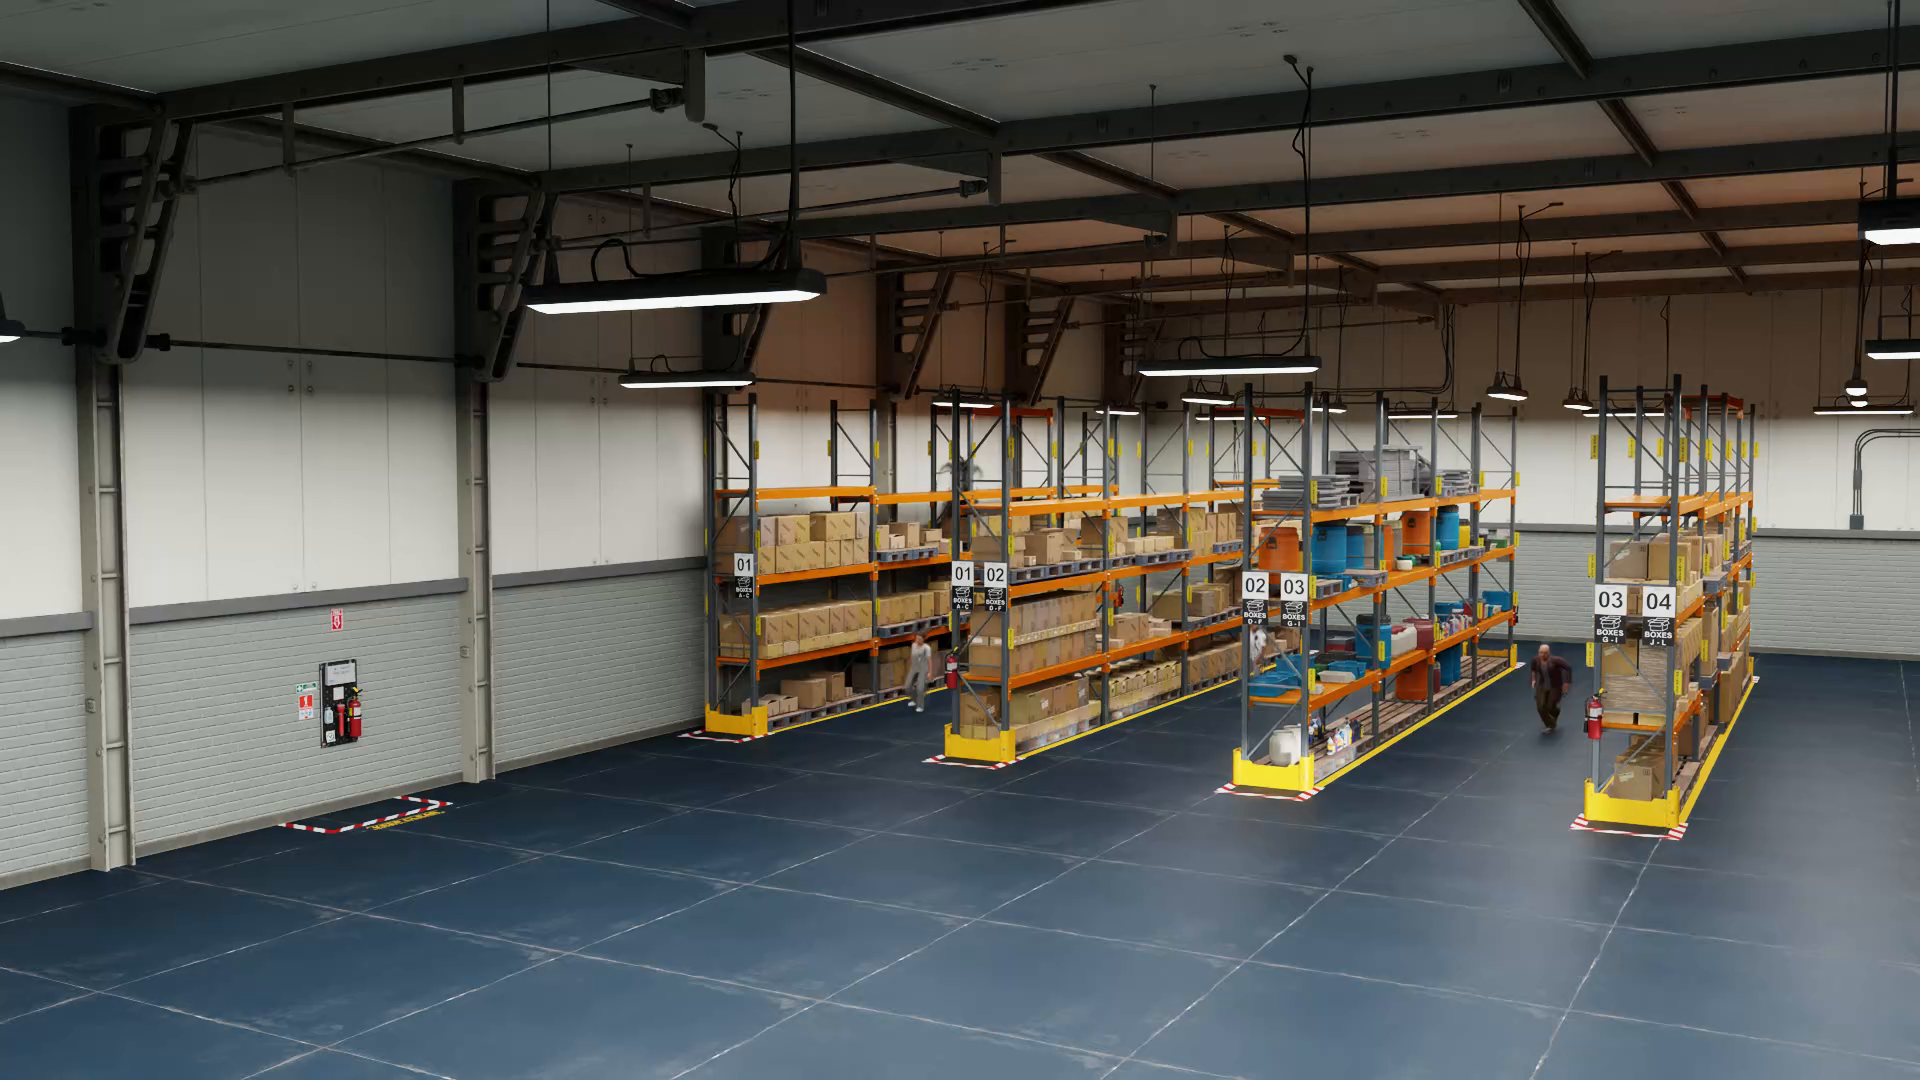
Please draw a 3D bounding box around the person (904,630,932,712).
[{"bbox_3d":[-0.757,2.485,31.626,0.696,1.593,0.602,2,4,30],"label":"person"}]

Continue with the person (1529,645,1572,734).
[{"bbox_3d":[10.434,2.618,29.322,0.728,1.606,0.915,2,4,37],"label":"person"}]

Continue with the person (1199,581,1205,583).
[{"bbox_3d":[6.211,1.869,43.759,0.685,1.605,0.607,-2,4,-33],"label":"person"}]

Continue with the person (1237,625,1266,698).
[{"bbox_3d":[5.779,2.391,33.124,0.704,1.642,0.561,3,4,40],"label":"person"}]
